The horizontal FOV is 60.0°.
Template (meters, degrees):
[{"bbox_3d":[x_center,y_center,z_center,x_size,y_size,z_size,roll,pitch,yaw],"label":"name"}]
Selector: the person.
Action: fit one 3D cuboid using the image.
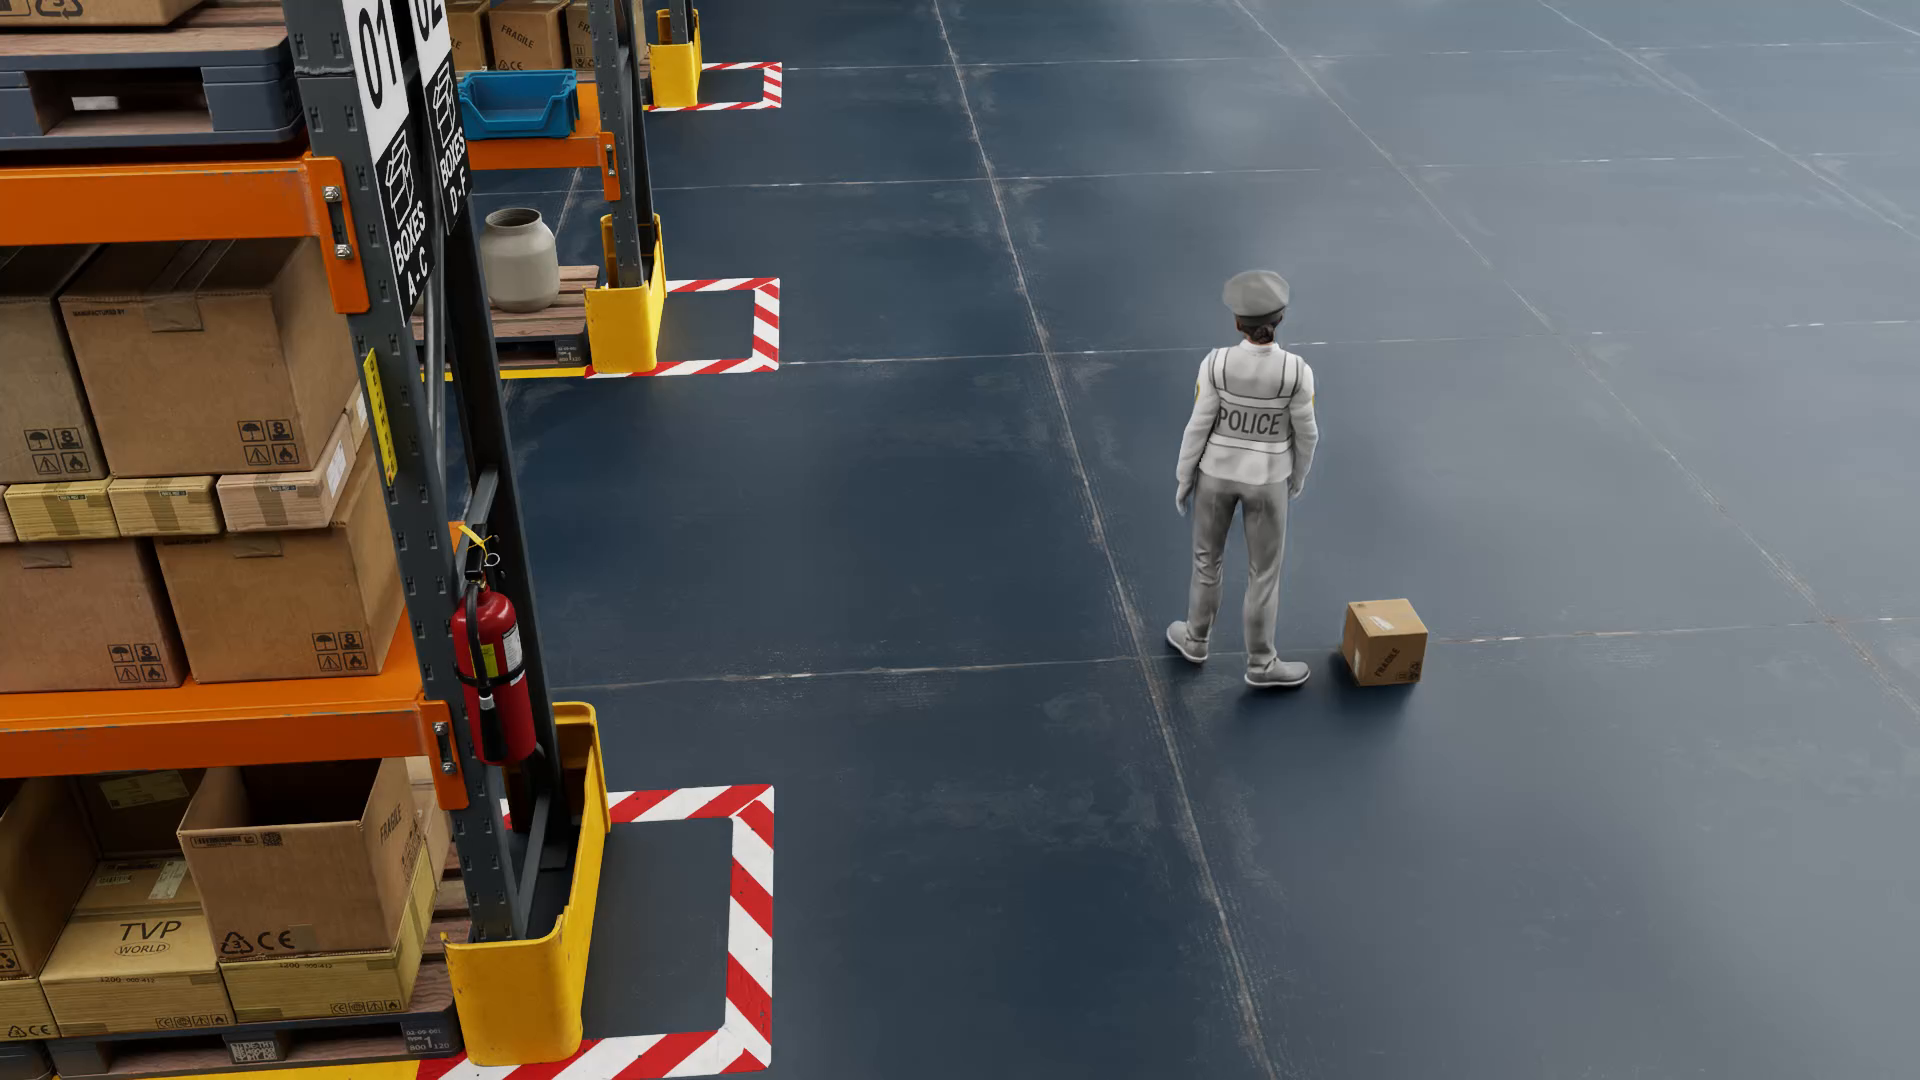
[{"bbox_3d":[1.139,-0.209,6.446,0.608,1.685,0.421,7,32,12],"label":"person"}]
